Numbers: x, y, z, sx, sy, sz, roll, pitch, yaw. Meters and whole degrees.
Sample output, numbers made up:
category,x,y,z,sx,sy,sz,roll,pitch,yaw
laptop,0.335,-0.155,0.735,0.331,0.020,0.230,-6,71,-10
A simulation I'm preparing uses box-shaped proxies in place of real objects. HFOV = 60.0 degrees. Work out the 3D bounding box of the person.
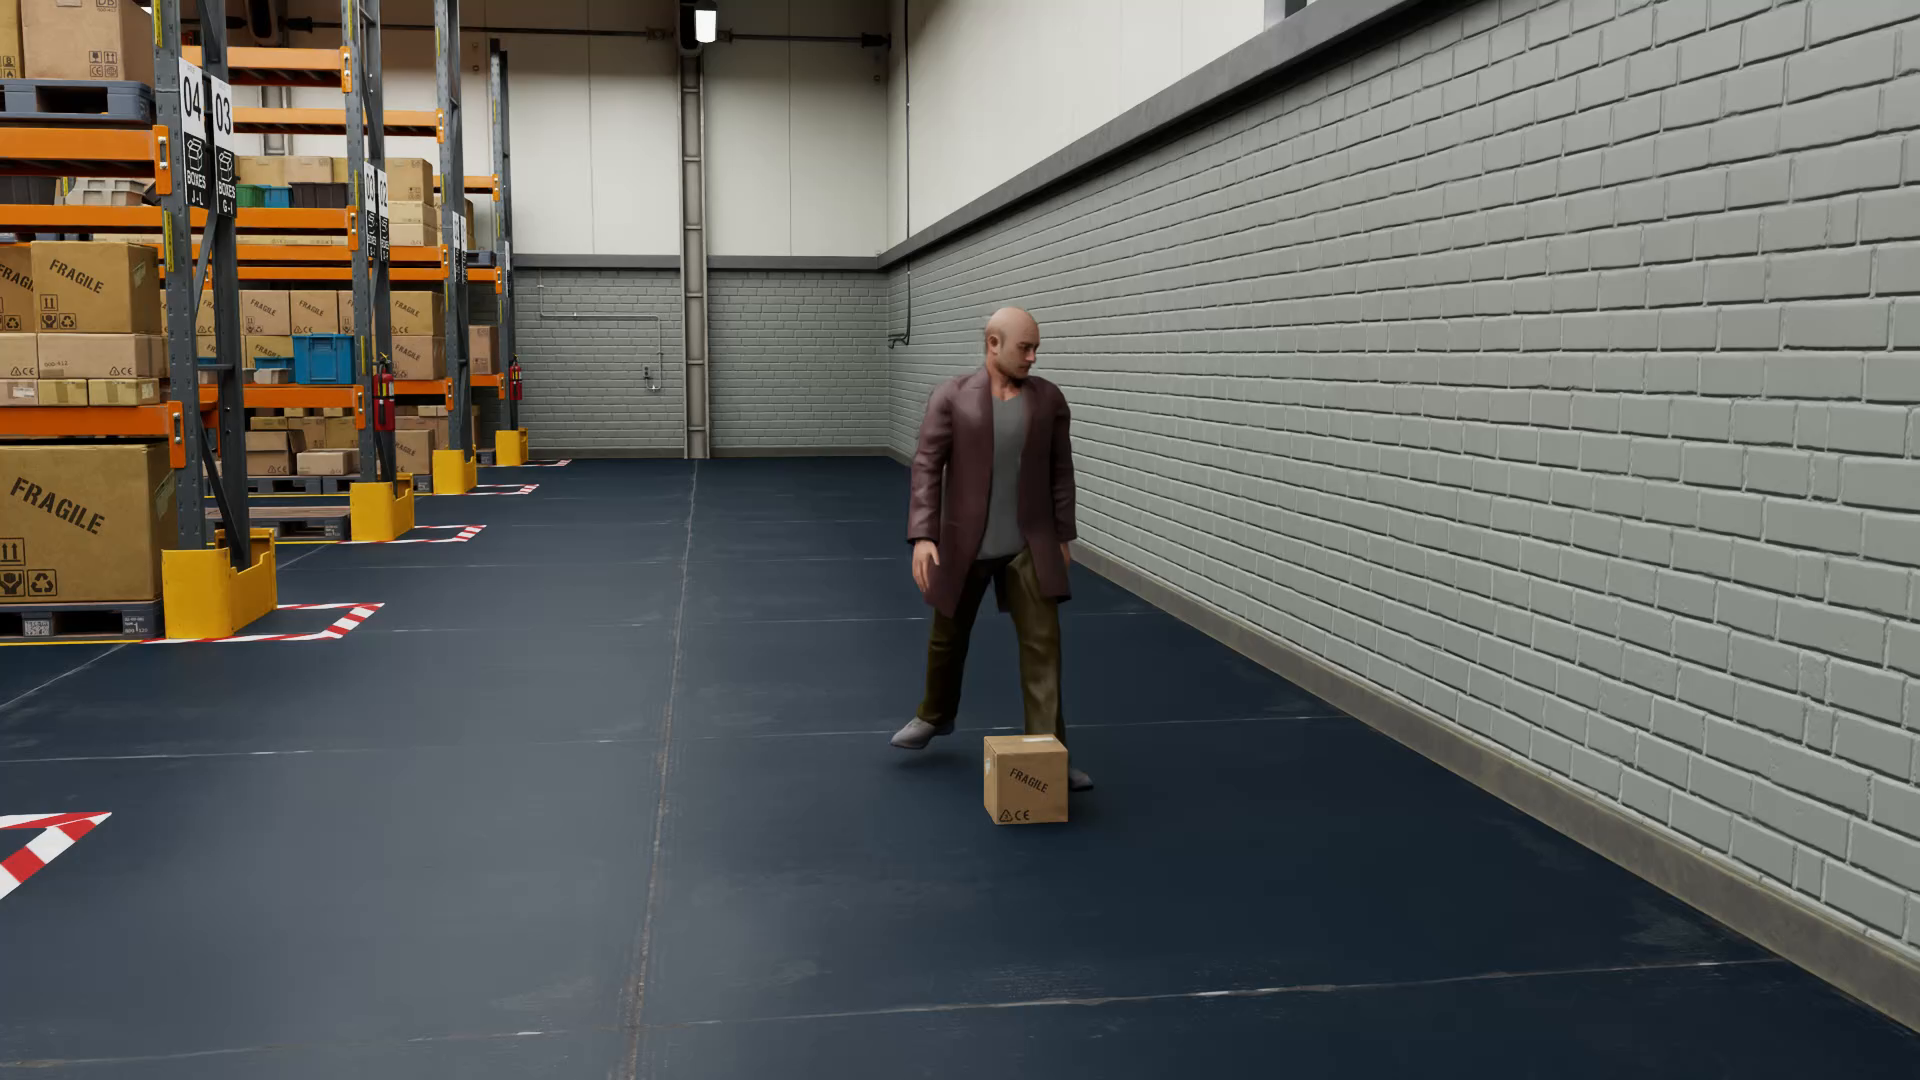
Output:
category,x,y,z,sx,sy,sz,roll,pitch,yaw
person,0.098,0.017,6.161,0.705,1.746,1.002,0,6,-4
